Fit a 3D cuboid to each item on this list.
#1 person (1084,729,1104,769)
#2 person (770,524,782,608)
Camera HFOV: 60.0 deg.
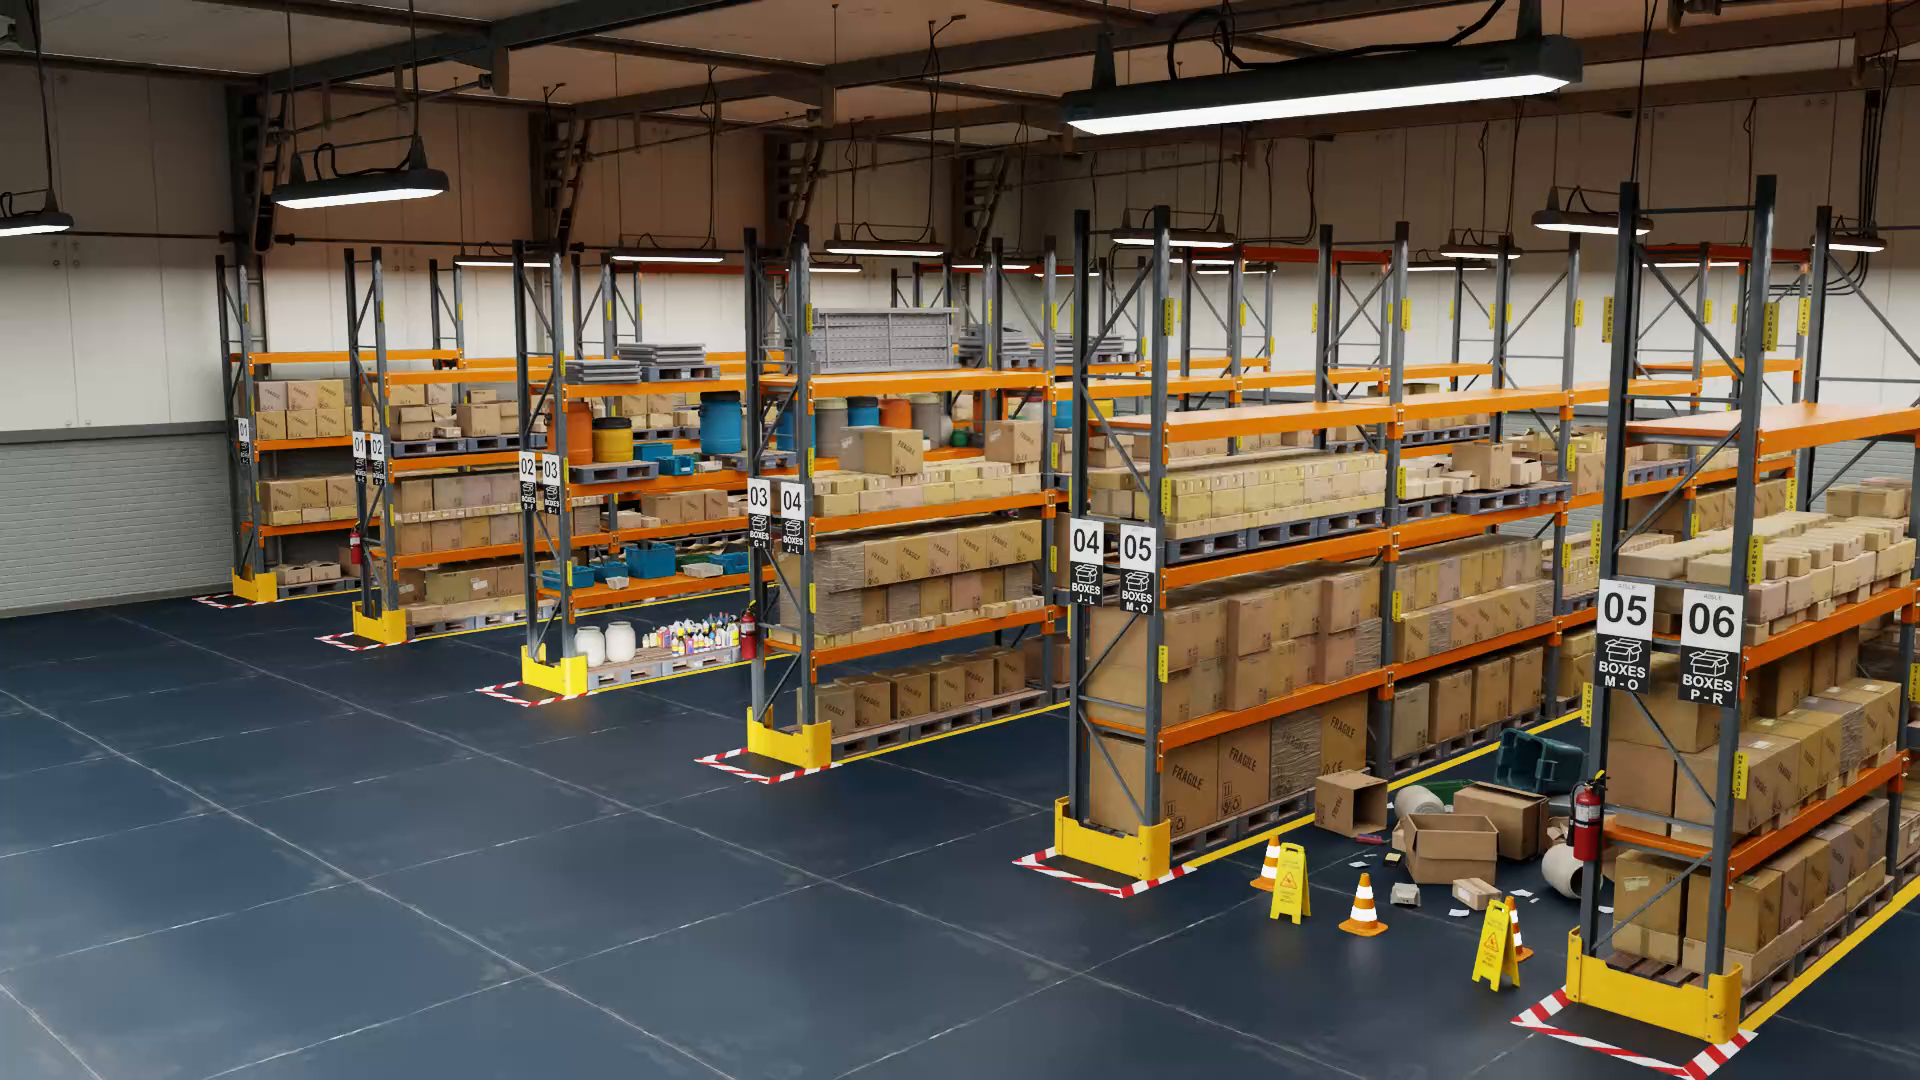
[{"bbox_3d":[1.405,1.948,17.323,0.526,1.556,0.536,6,10,38],"label":"person"},{"bbox_3d":[-2.951,0.213,27.186,0.560,1.744,0.683,7,11,42],"label":"person"}]
